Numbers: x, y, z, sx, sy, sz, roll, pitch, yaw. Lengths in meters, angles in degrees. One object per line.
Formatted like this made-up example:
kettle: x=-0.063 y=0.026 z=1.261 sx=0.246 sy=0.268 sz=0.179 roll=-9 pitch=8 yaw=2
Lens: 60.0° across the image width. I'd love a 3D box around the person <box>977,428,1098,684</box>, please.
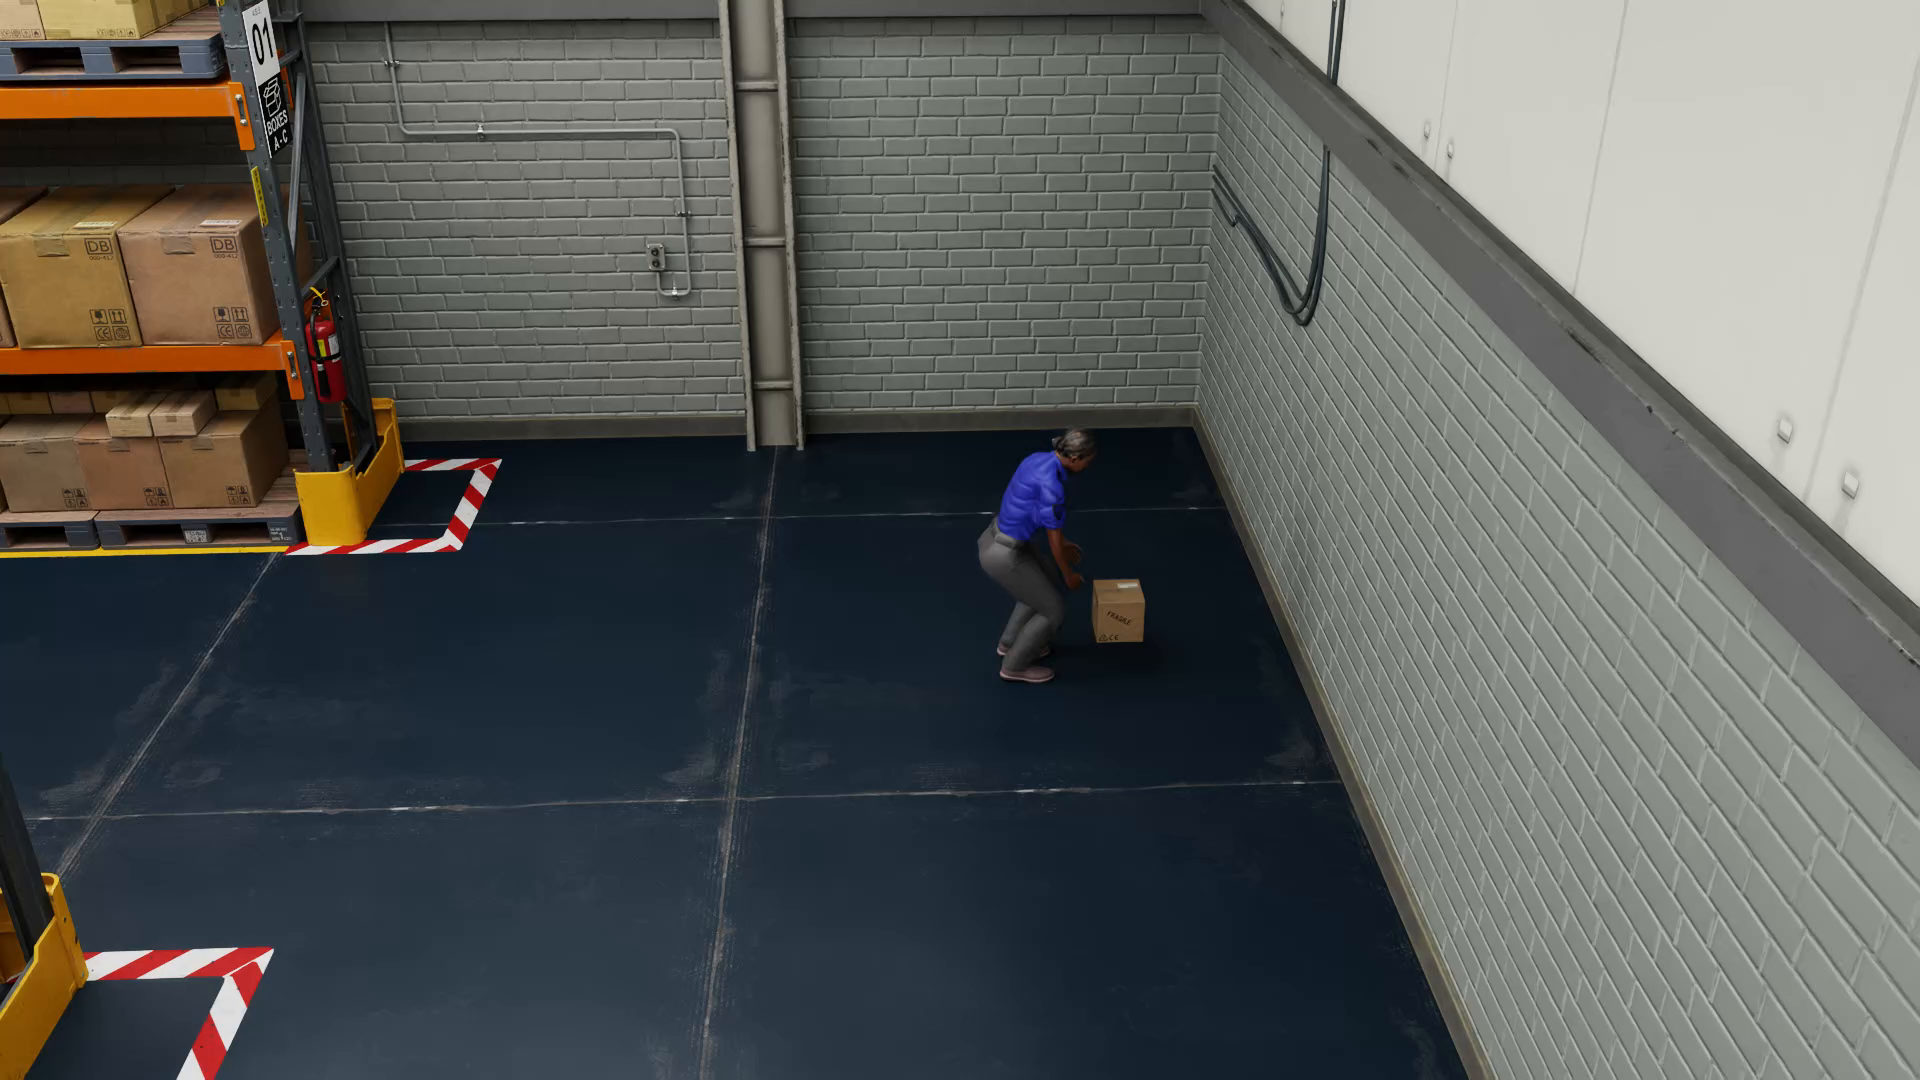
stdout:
person: x=0.399 y=0.059 z=8.814 sx=0.617 sy=1.390 sz=0.495 roll=-1 pitch=28 yaw=-2
